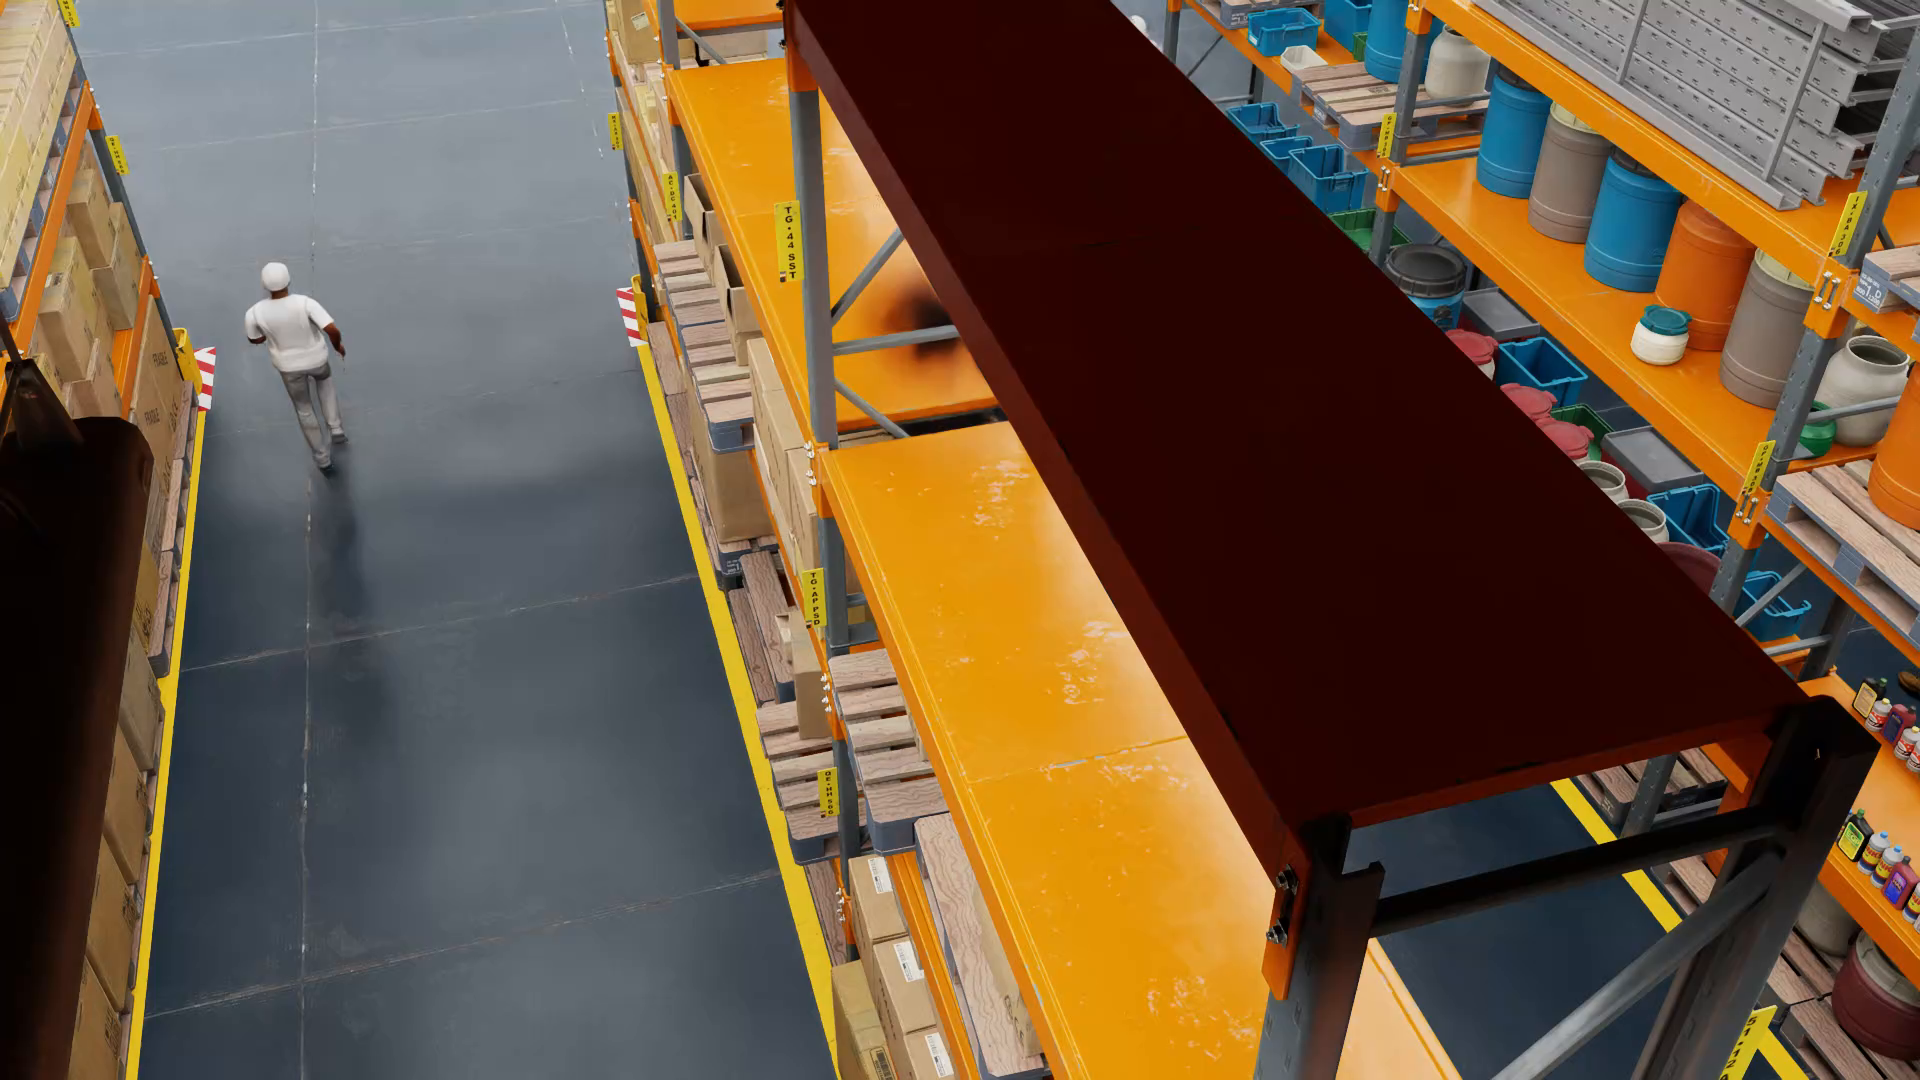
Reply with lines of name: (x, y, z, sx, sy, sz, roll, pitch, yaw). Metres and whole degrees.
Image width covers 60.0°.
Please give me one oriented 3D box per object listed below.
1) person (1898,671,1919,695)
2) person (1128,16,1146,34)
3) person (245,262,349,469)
person: (6.718, 0.493, 10.799, 0.663, 1.748, 0.780, -17, 41, -20)
person: (1.730, -4.549, 17.166, 0.613, 1.743, 0.722, 14, 41, 17)
person: (-5.227, -1.431, 13.220, 0.674, 1.782, 0.710, -14, 41, -17)
